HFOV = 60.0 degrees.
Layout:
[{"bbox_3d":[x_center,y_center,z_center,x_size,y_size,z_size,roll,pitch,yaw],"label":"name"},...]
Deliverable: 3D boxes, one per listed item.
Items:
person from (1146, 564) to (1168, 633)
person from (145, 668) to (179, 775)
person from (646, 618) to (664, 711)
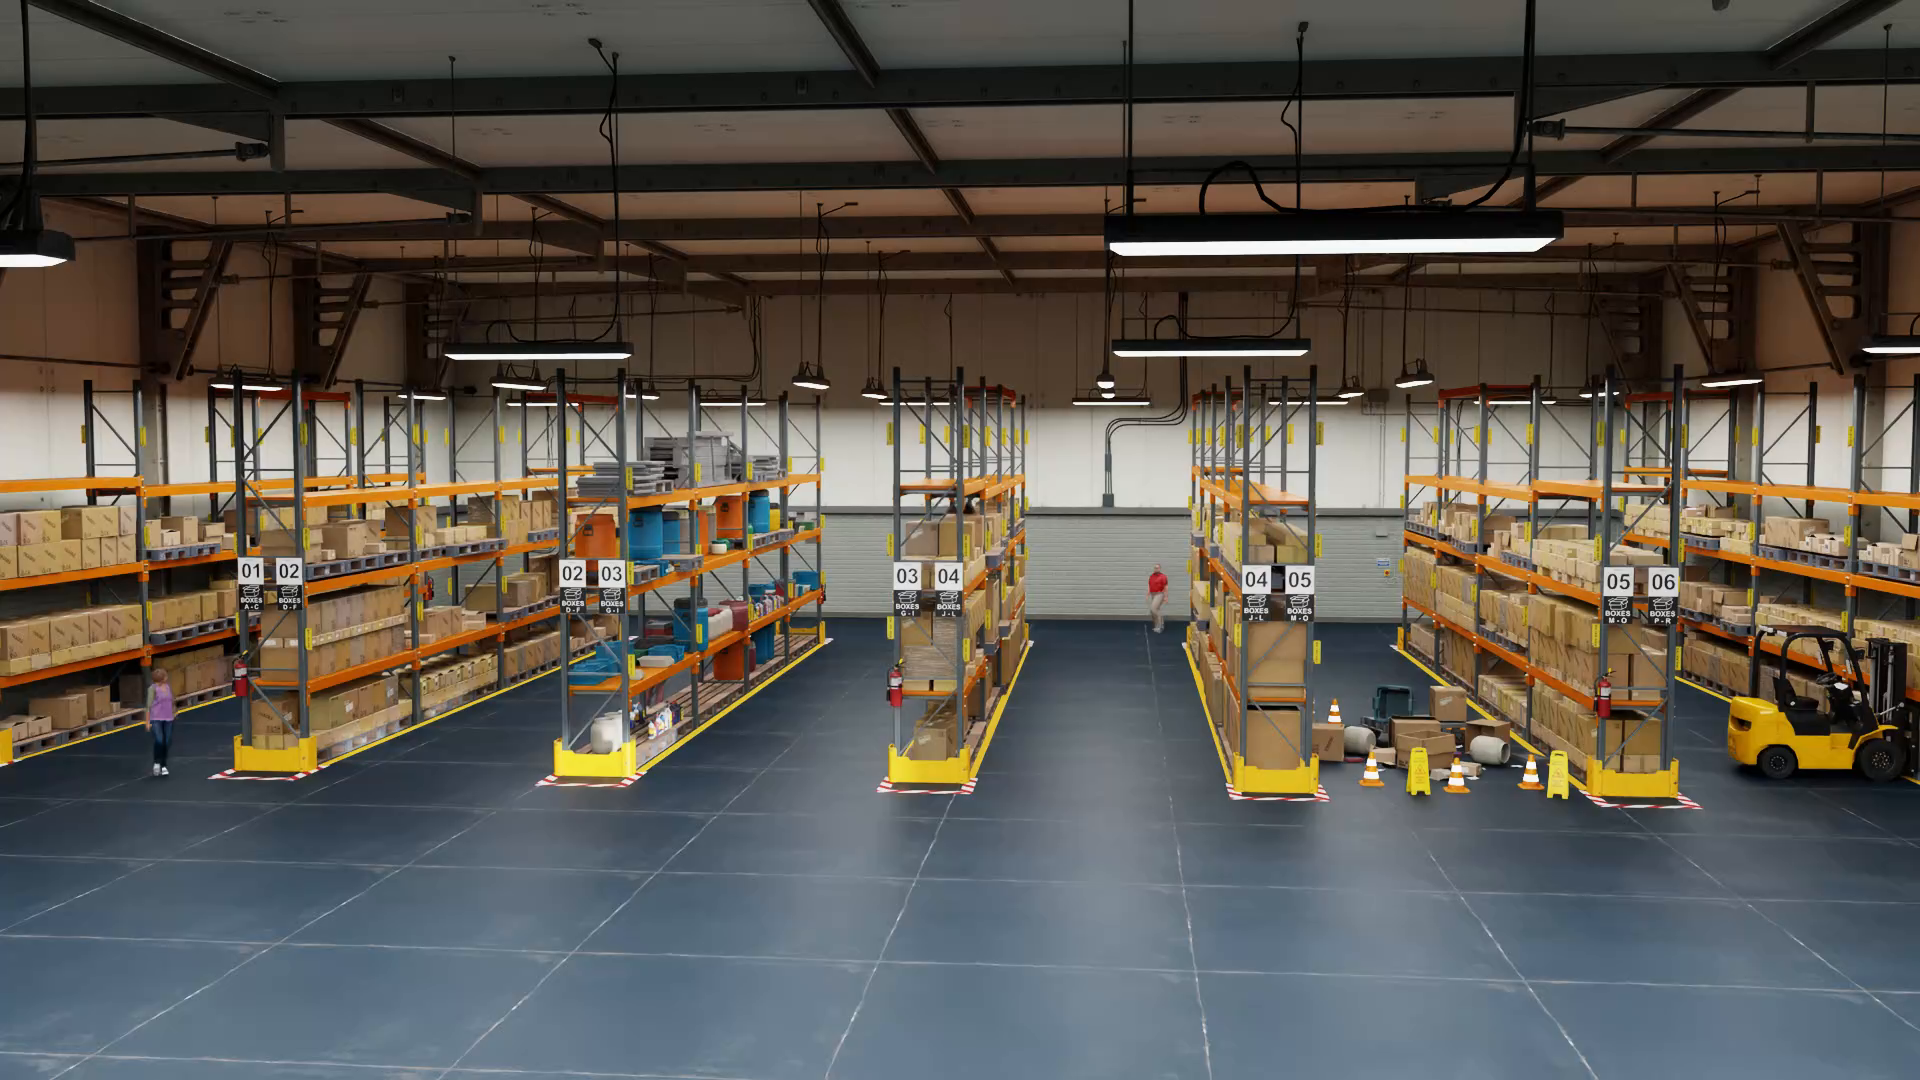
[{"bbox_3d":[5.031,1.508,42.679,0.514,1.789,0.524,-1,4,-21],"label":"person"},{"bbox_3d":[-11.748,2.673,24.475,0.452,1.591,0.493,3,5,41],"label":"person"},{"bbox_3d":[-5.611,2.304,30.576,0.501,1.726,0.410,-3,5,-42],"label":"person"}]
